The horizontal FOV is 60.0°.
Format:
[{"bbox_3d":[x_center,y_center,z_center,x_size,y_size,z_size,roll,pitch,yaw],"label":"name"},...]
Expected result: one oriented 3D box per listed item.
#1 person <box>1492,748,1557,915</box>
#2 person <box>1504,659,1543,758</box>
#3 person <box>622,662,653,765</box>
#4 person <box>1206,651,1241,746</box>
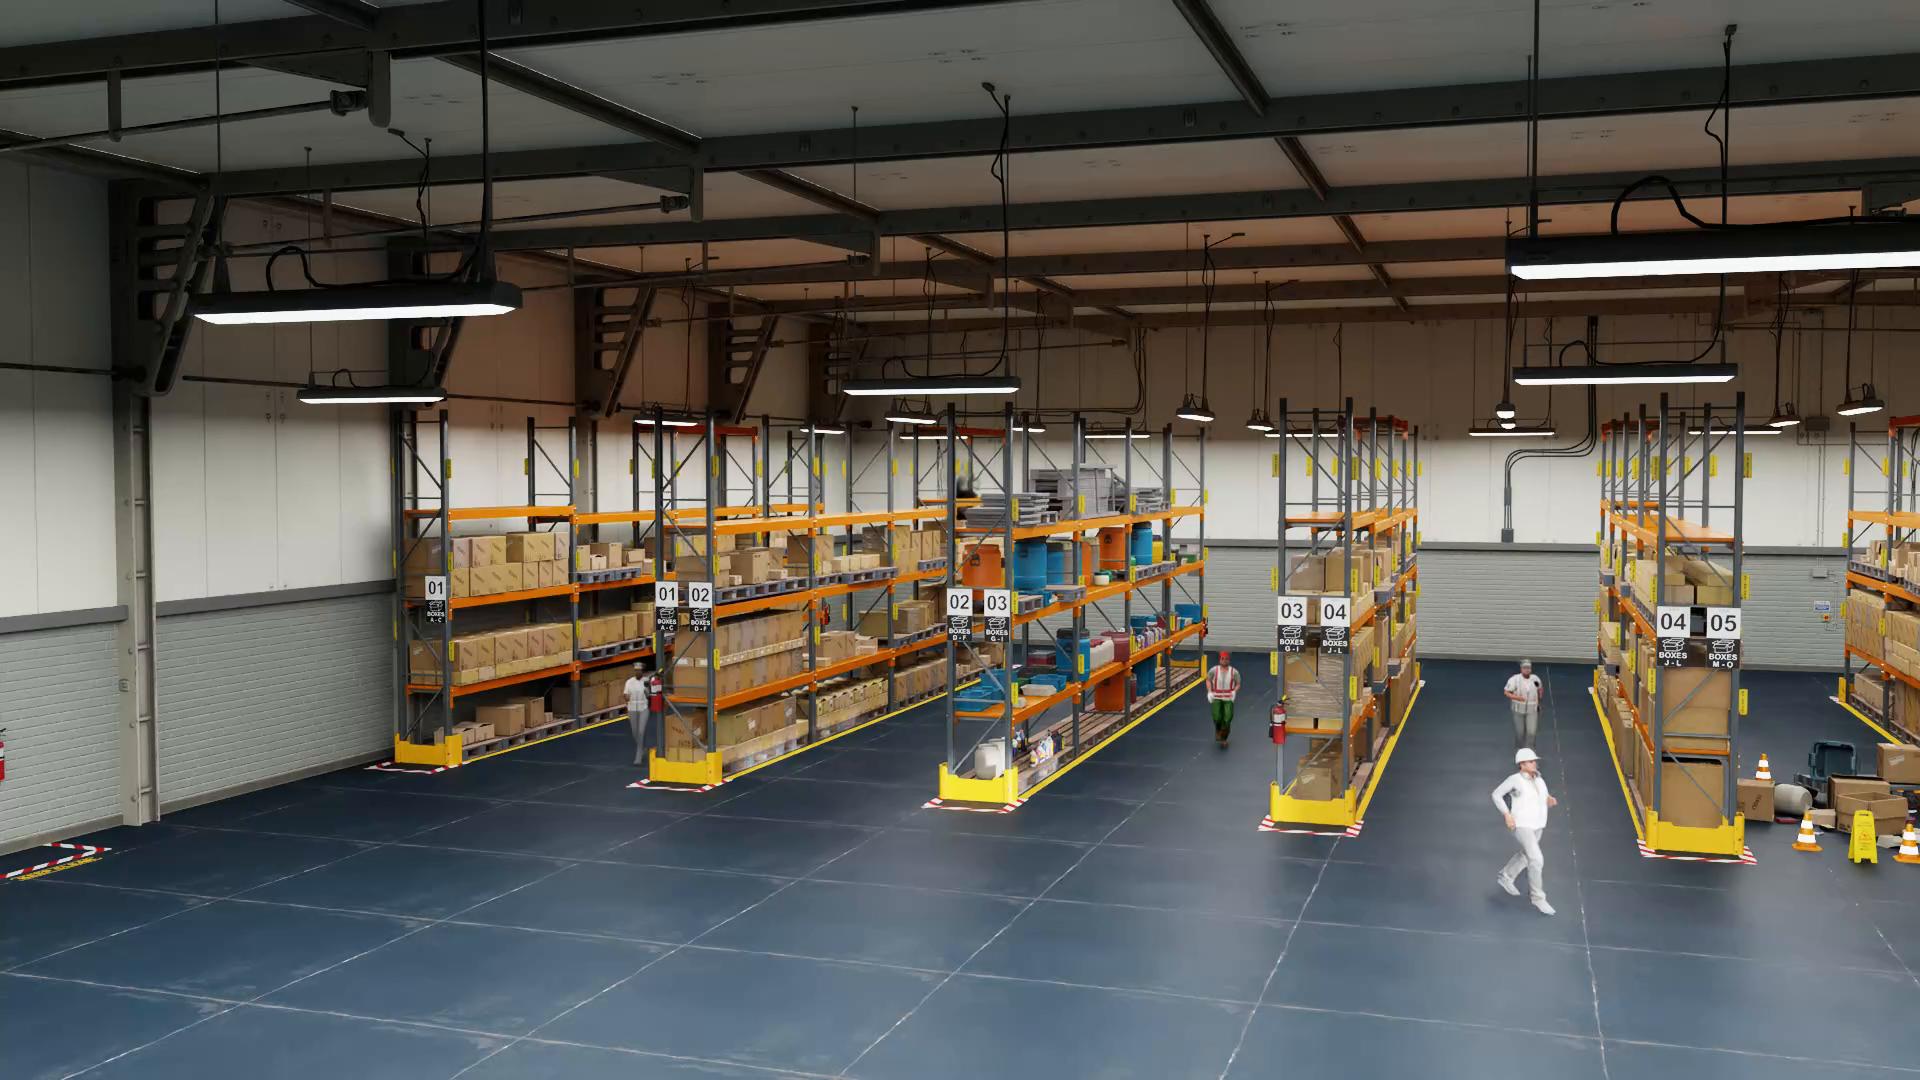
[{"bbox_3d":[6.483,3.285,19.012,0.641,1.809,0.863,-2,3,-35],"label":"person"},{"bbox_3d":[9.538,2.910,28.130,0.646,1.823,0.868,1,3,13],"label":"person"},{"bbox_3d":[-5.476,2.920,28.404,0.579,1.698,0.924,0,2,1],"label":"person"},{"bbox_3d":[4.736,2.861,29.879,0.608,1.719,0.590,0,2,7],"label":"person"}]
